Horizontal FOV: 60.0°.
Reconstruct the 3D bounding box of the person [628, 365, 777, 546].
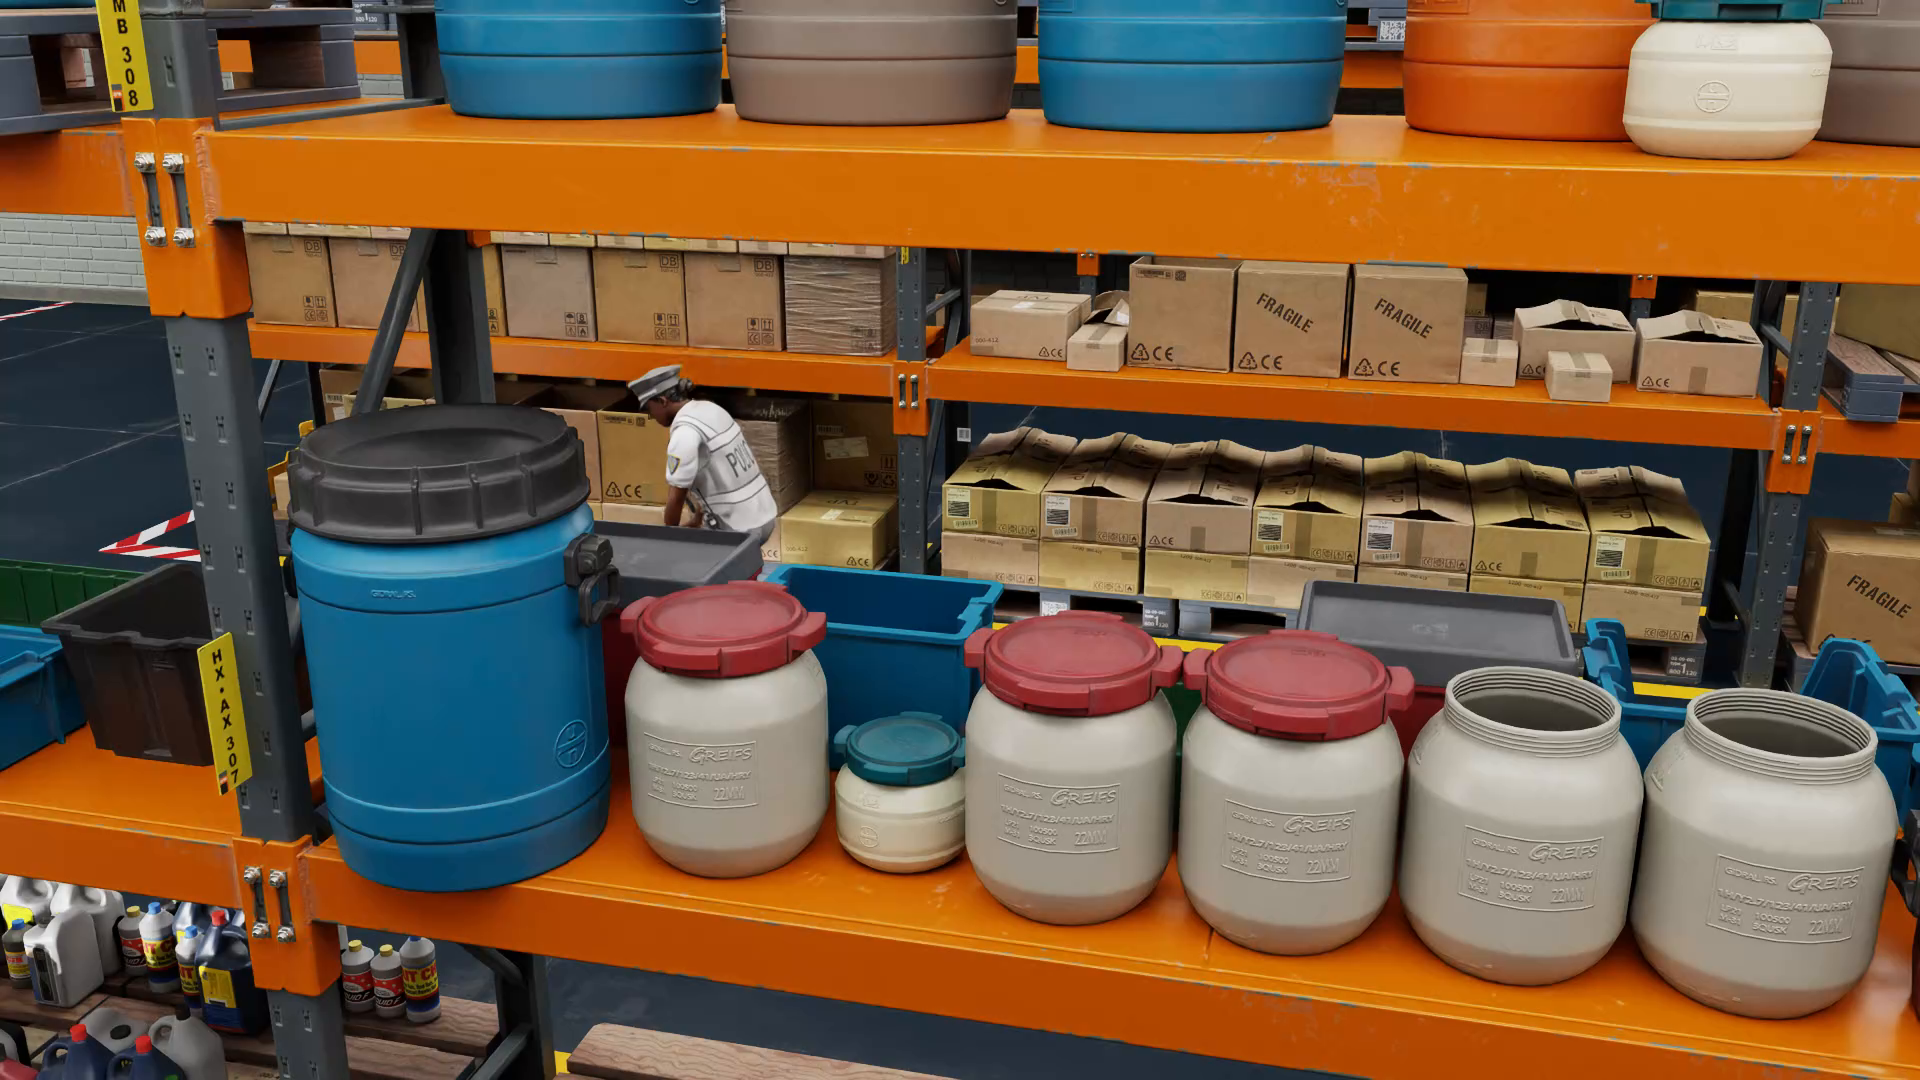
[{"bbox_3d":[-1.155,-0.050,7.510,0.628,1.487,0.490,5,19,14],"label":"person"}]
